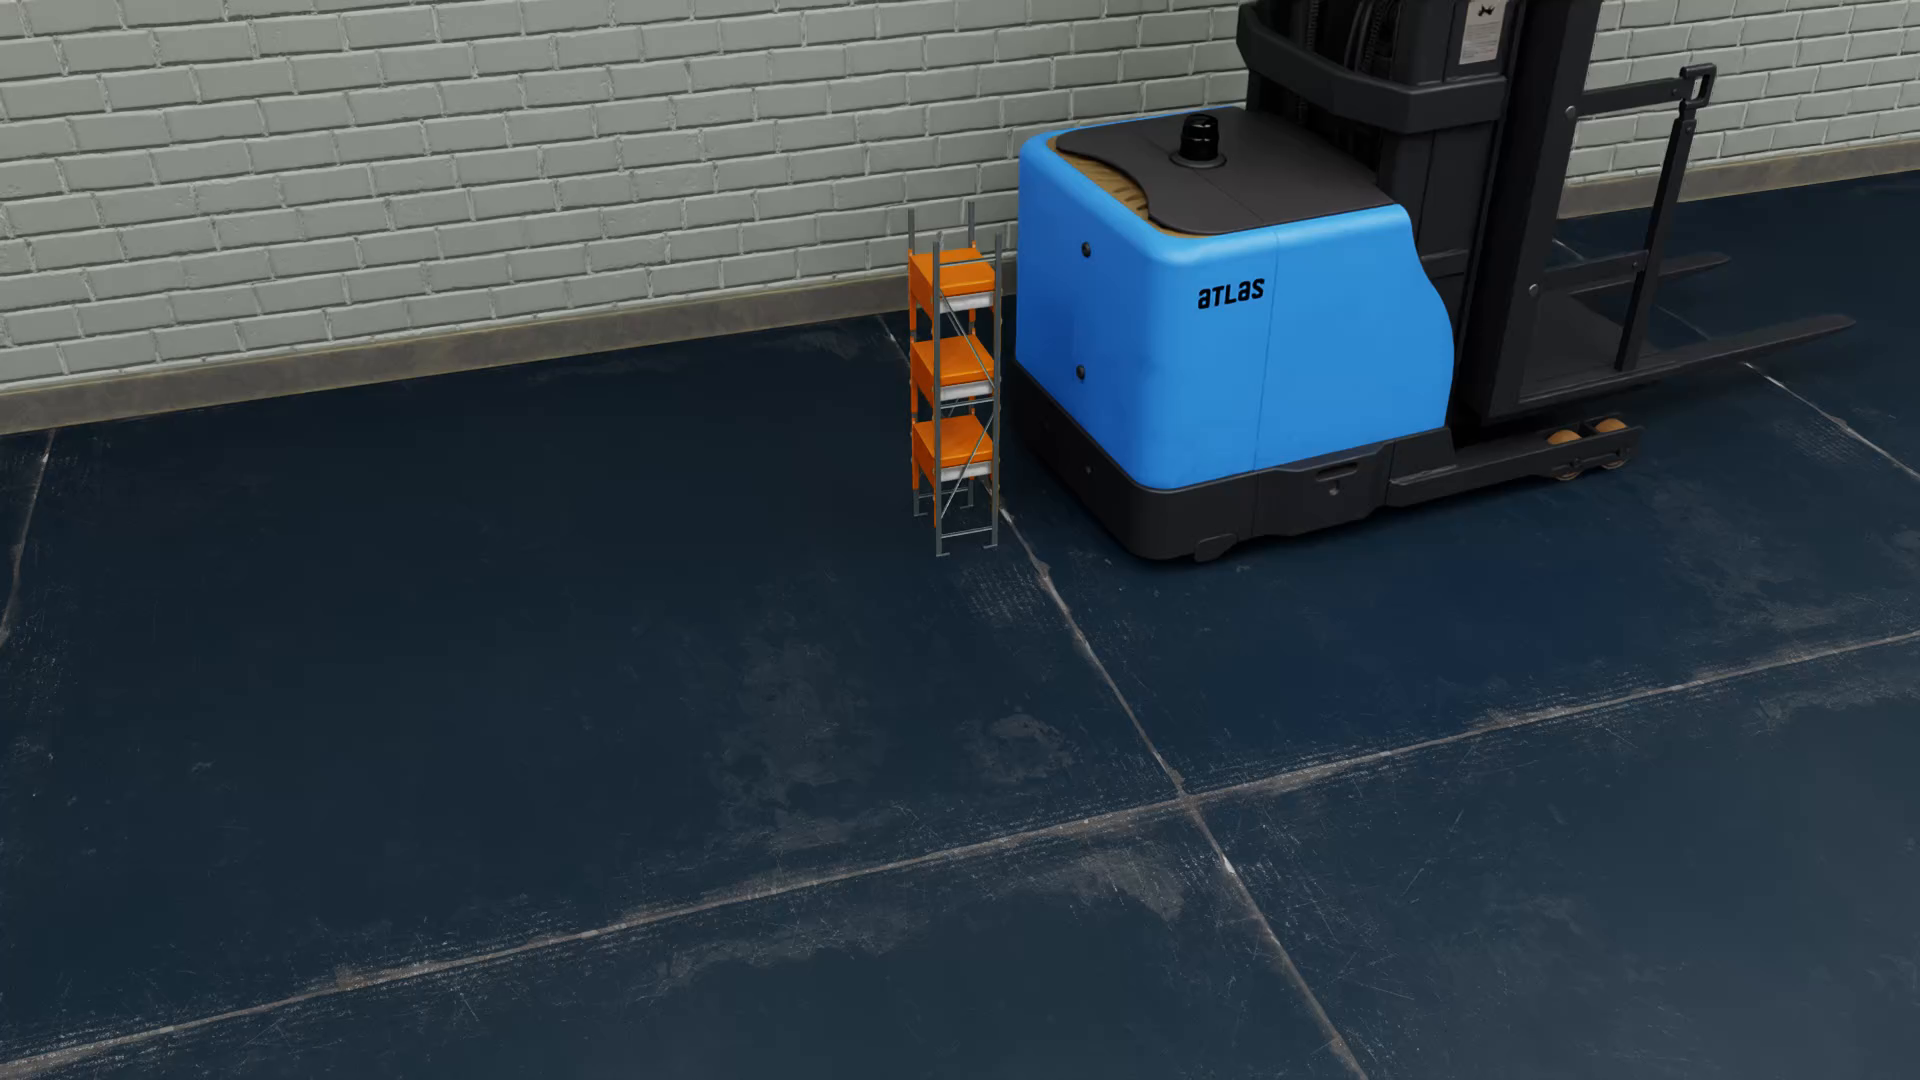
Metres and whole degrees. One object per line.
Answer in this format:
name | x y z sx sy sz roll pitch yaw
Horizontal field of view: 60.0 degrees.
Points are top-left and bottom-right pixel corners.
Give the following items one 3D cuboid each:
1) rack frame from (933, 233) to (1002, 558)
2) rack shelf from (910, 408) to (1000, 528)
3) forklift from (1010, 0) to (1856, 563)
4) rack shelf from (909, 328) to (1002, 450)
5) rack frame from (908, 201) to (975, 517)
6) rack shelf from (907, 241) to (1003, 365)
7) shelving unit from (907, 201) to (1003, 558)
rack frame | 0.021 -0.402 4.906 0.200 1.050 0.008 -10 35 -15
rack shelf | -0.016 -0.225 5.162 0.215 0.259 0.240 -10 35 -15
forklift | 1.739 -1.675 5.127 3.031 2.935 1.130 -13 36 -19
rack shelf | -0.016 -0.457 5.009 0.215 0.259 0.240 -10 35 -15
rack frame | -0.054 -0.530 5.100 0.200 1.050 0.008 -10 35 -15
rack shelf | -0.016 -0.694 4.852 0.215 0.259 0.240 -10 35 -15
shelving unit | -0.016 -0.466 5.003 0.215 1.050 0.252 -10 35 -15
